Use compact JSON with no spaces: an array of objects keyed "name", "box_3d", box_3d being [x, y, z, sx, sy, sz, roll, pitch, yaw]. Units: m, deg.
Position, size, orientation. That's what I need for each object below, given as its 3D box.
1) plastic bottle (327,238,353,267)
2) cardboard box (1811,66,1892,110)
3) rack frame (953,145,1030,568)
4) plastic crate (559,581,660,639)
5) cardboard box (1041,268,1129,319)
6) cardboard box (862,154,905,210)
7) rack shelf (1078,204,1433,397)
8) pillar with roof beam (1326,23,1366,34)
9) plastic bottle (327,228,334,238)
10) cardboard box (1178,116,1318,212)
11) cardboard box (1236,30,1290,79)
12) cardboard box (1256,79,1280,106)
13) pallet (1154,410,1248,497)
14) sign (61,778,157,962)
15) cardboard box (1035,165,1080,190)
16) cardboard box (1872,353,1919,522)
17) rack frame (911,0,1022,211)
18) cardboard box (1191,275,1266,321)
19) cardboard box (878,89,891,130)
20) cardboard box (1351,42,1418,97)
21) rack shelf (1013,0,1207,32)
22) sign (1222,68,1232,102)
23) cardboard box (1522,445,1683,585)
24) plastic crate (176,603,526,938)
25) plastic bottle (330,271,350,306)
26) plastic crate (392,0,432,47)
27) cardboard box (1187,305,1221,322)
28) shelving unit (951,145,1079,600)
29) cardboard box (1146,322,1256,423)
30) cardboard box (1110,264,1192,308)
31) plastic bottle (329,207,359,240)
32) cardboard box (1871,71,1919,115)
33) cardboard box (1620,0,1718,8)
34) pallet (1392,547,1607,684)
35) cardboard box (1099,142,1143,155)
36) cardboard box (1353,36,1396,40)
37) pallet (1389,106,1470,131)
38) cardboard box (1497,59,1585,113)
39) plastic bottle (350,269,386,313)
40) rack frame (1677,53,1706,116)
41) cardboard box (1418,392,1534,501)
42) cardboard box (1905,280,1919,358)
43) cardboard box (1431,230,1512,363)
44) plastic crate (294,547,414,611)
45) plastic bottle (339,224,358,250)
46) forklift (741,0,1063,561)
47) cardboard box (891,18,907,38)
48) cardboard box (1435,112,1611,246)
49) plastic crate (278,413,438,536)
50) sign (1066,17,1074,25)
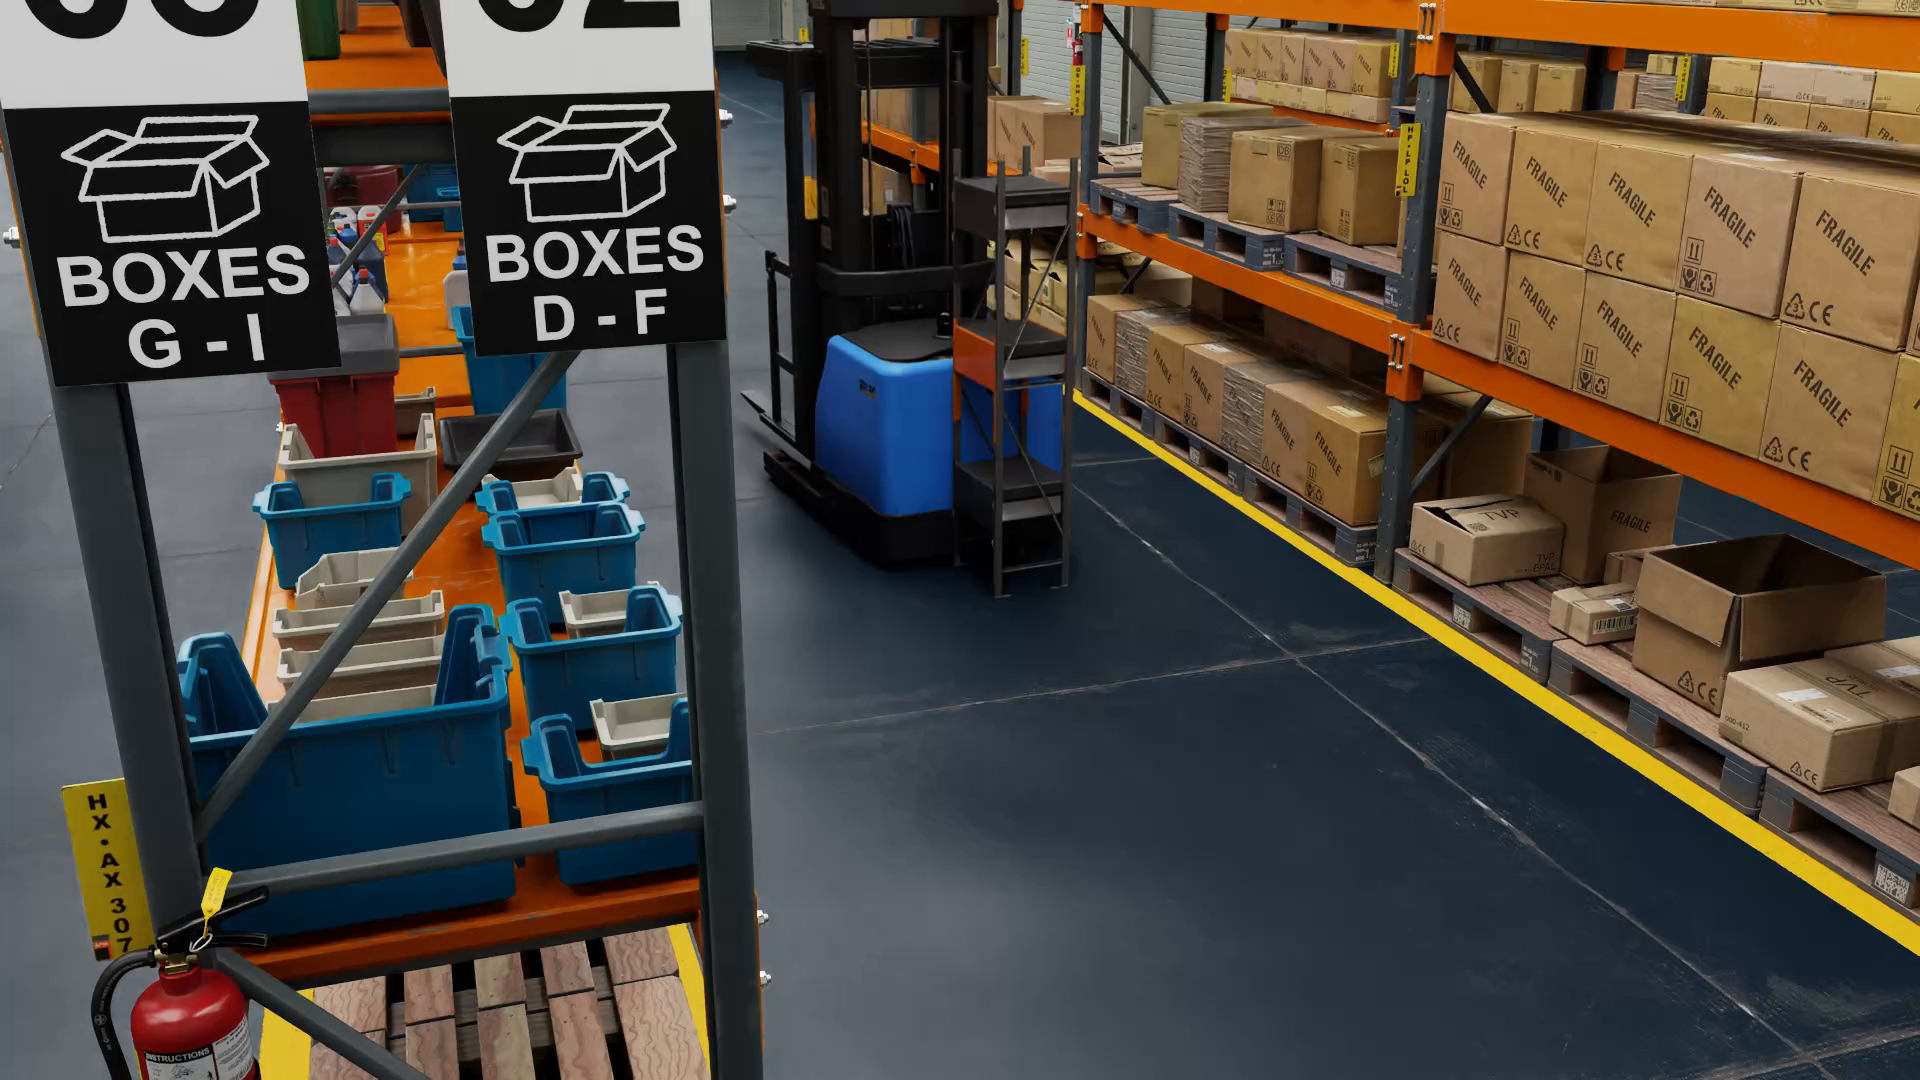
[{"name":"plastic bottle","box_3d":[-3.075,-1.318,8.222,0.144,0.351,0.185,-6,21,-17]},{"name":"cardboard box","box_3d":[6.247,-3.108,11.405,0.500,0.250,0.500,-6,21,-17]},{"name":"rack frame","box_3d":[0.152,-0.876,8.249,0.400,2.100,0.015,-9,21,-23]},{"name":"plastic crate","box_3d":[-0.873,0.208,4.201,0.250,0.136,0.298,-6,21,-17]},{"name":"cardboard box","box_3d":[0.918,-1.846,12.235,0.500,0.311,0.500,-6,21,-16]},{"name":"cardboard box","box_3d":[-0.771,-3.683,17.070,0.500,0.500,0.500,-6,21,-17]},{"name":"rack shelf","box_3d":[1.945,-1.556,9.876,1.077,0.370,4.000,-6,21,-17]},{"name":"pillar with roof beam","box_3d":[0.458,-7.865,17.500,9.100,9.000,0.400,-6,21,-17]},{"name":"plastic bottle","box_3d":[-3.341,-1.513,8.864,0.061,0.283,0.133,-6,21,-17]},{"name":"cardboard box","box_3d":[1.728,-2.277,10.050,0.700,0.500,0.500,-3,20,-7]},{"name":"cardboard box","box_3d":[3.514,-5.578,19.092,0.500,0.500,0.500,-6,21,-17]},{"name":"cardboard box","box_3d":[3.687,-5.051,18.733,0.500,0.250,0.500,-7,21,-18]},{"name":"pallet","box_3d":[1.895,-0.590,10.246,1.003,0.211,1.213,-6,21,-17]},{"name":"sign","box_3d":[-1.389,0.543,2.727,0.100,0.325,0.005,-6,21,-17]},{"name":"cardboard box","box_3d":[0.772,-2.678,12.305,0.380,0.149,0.250,-6,21,-17]},{"name":"cardboard box","box_3d":[3.266,-0.297,5.159,0.500,0.500,0.500,-6,21,-17]},{"name":"rack frame","box_3d":[0.060,-3.820,15.115,1.000,3.000,0.127,-6,21,-17]},{"name":"cardboard box","box_3d":[1.855,-1.627,10.947,0.500,0.250,0.500,-6,20,-15]},{"name":"cardboard box","box_3d":[-0.412,-4.339,16.411,0.700,0.500,0.500,-6,21,-16]},{"name":"cardboard box","box_3d":[4.319,-4.758,16.809,0.500,0.500,0.500,-6,21,-17]},{"name":"rack shelf","box_3d":[0.688,-4.251,12.942,1.077,0.370,4.000,-6,21,-17]},{"name":"sign","box_3d":[1.829,-3.105,11.528,0.100,0.325,0.005,-6,21,-17]},{"name":"cardboard box","box_3d":[3.022,-0.131,7.890,0.500,0.500,0.500,-6,21,-17]},{"name":"plastic crate","box_3d":[-1.155,0.423,3.159,0.616,0.435,0.499,-6,21,-17]},{"name":"plastic bottle","box_3d":[-2.787,-1.024,7.403,0.144,0.351,0.185,-6,21,-17]},{"name":"plastic crate","box_3d":[-1.091,-1.346,3.881,0.504,0.338,0.767,-6,21,-17]},{"name":"cardboard box","box_3d":[1.834,-1.292,11.123,0.500,0.500,0.500,-6,20,-15]},{"name":"shelving unit","box_3d":[0.252,-0.801,8.039,0.431,2.100,0.503,-9,21,-23]},{"name":"cardboard box","box_3d":[1.511,-1.062,10.482,0.500,0.500,0.500,-7,21,-18]},{"name":"cardboard box","box_3d":[1.431,-1.903,12.395,0.500,0.311,0.500,-6,21,-15]},{"name":"plastic bottle","box_3d":[-3.558,-1.780,9.618,0.152,0.276,0.135,-6,21,-17]},{"name":"cardboard box","box_3d":[6.413,-2.945,10.951,0.500,0.250,0.500,-7,21,-18]},{"name":"cardboard box","box_3d":[2.801,-2.090,6.083,0.500,0.250,0.500,-6,21,-17]},{"name":"pallet","box_3d":[2.789,0.280,7.825,1.003,0.211,1.213,-6,21,-17]},{"name":"cardboard box","box_3d":[1.220,-2.802,12.412,0.500,0.311,0.500,-7,21,-18]},{"name":"cardboard box","box_3d":[4.501,-5.139,17.870,0.500,0.500,0.500,-6,21,-16]},{"name":"pallet","box_3d":[4.863,-3.997,15.890,1.003,0.211,1.213,-6,21,-17]},{"name":"cardboard box","box_3d":[5.294,-4.047,14.947,0.700,0.500,0.500,-4,20,-10]},{"name":"plastic bottle","box_3d":[-2.650,-1.039,7.446,0.144,0.351,0.185,-6,21,-17]},{"name":"rack frame","box_3d":[6.018,-3.064,13.010,1.000,3.000,0.127,-6,21,-17]},{"name":"cardboard box","box_3d":[2.653,-0.465,8.820,0.500,0.500,0.500,-7,21,-20]},{"name":"cardboard box","box_3d":[3.271,-0.762,4.975,0.500,0.500,0.500,-6,21,-16]},{"name":"cardboard box","box_3d":[2.476,-1.107,7.414,0.500,0.500,0.500,-6,21,-16]},{"name":"plastic crate","box_3d":[-1.599,0.135,4.405,0.298,0.136,0.250,-6,21,-17]},{"name":"plastic bottle","box_3d":[-3.344,-1.595,9.111,0.097,0.271,0.097,0,20,0]},{"name":"forklift","box_3d":[-0.519,-1.732,9.403,1.130,2.935,3.031,-9,21,-23]},{"name":"cardboard box","box_3d":[-0.246,-4.781,15.724,0.700,0.500,0.500,-6,21,-17]},{"name":"cardboard box","box_3d":[2.455,-1.589,7.277,0.500,0.500,0.500,-6,21,-16]},{"name":"plastic crate","box_3d":[-1.824,-0.191,5.096,0.437,0.282,0.530,-6,21,-17]},{"name":"sign","box_3d":[1.836,-8.673,27.789,0.001,0.109,0.331,-6,21,-17]}]
